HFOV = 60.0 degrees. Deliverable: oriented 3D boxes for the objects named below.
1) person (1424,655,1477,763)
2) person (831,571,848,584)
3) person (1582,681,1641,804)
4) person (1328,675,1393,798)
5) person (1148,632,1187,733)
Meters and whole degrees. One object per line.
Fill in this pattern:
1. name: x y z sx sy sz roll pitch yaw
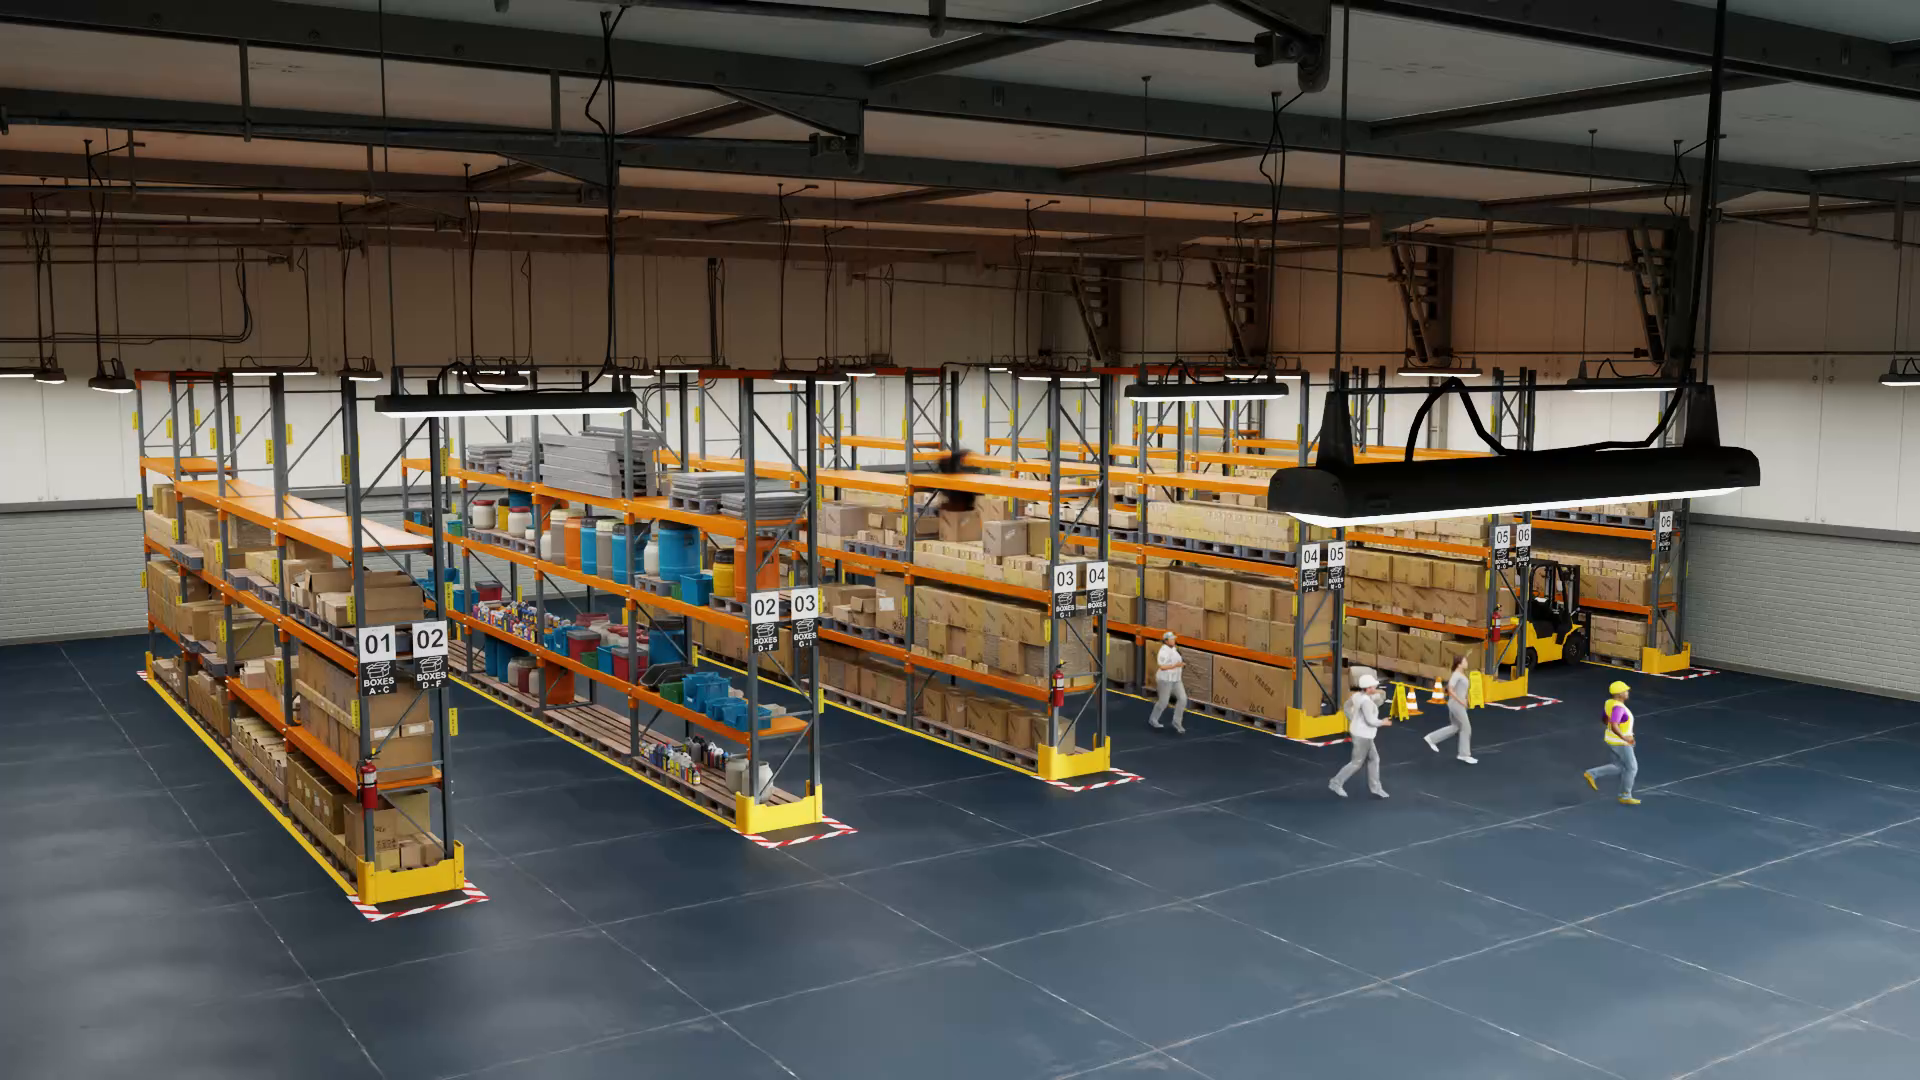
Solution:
1. person: 7.641 2.601 25.819 0.809 1.673 0.582 2 7 18
2. person: -3.083 0.752 42.275 0.760 1.606 0.859 0 6 -2
3. person: 9.202 2.847 23.355 0.796 1.747 0.700 0 6 3
4. person: 5.679 2.796 23.567 0.909 1.804 0.628 0 6 2
5. person: 3.488 2.382 27.762 0.708 1.723 0.585 6 9 43
